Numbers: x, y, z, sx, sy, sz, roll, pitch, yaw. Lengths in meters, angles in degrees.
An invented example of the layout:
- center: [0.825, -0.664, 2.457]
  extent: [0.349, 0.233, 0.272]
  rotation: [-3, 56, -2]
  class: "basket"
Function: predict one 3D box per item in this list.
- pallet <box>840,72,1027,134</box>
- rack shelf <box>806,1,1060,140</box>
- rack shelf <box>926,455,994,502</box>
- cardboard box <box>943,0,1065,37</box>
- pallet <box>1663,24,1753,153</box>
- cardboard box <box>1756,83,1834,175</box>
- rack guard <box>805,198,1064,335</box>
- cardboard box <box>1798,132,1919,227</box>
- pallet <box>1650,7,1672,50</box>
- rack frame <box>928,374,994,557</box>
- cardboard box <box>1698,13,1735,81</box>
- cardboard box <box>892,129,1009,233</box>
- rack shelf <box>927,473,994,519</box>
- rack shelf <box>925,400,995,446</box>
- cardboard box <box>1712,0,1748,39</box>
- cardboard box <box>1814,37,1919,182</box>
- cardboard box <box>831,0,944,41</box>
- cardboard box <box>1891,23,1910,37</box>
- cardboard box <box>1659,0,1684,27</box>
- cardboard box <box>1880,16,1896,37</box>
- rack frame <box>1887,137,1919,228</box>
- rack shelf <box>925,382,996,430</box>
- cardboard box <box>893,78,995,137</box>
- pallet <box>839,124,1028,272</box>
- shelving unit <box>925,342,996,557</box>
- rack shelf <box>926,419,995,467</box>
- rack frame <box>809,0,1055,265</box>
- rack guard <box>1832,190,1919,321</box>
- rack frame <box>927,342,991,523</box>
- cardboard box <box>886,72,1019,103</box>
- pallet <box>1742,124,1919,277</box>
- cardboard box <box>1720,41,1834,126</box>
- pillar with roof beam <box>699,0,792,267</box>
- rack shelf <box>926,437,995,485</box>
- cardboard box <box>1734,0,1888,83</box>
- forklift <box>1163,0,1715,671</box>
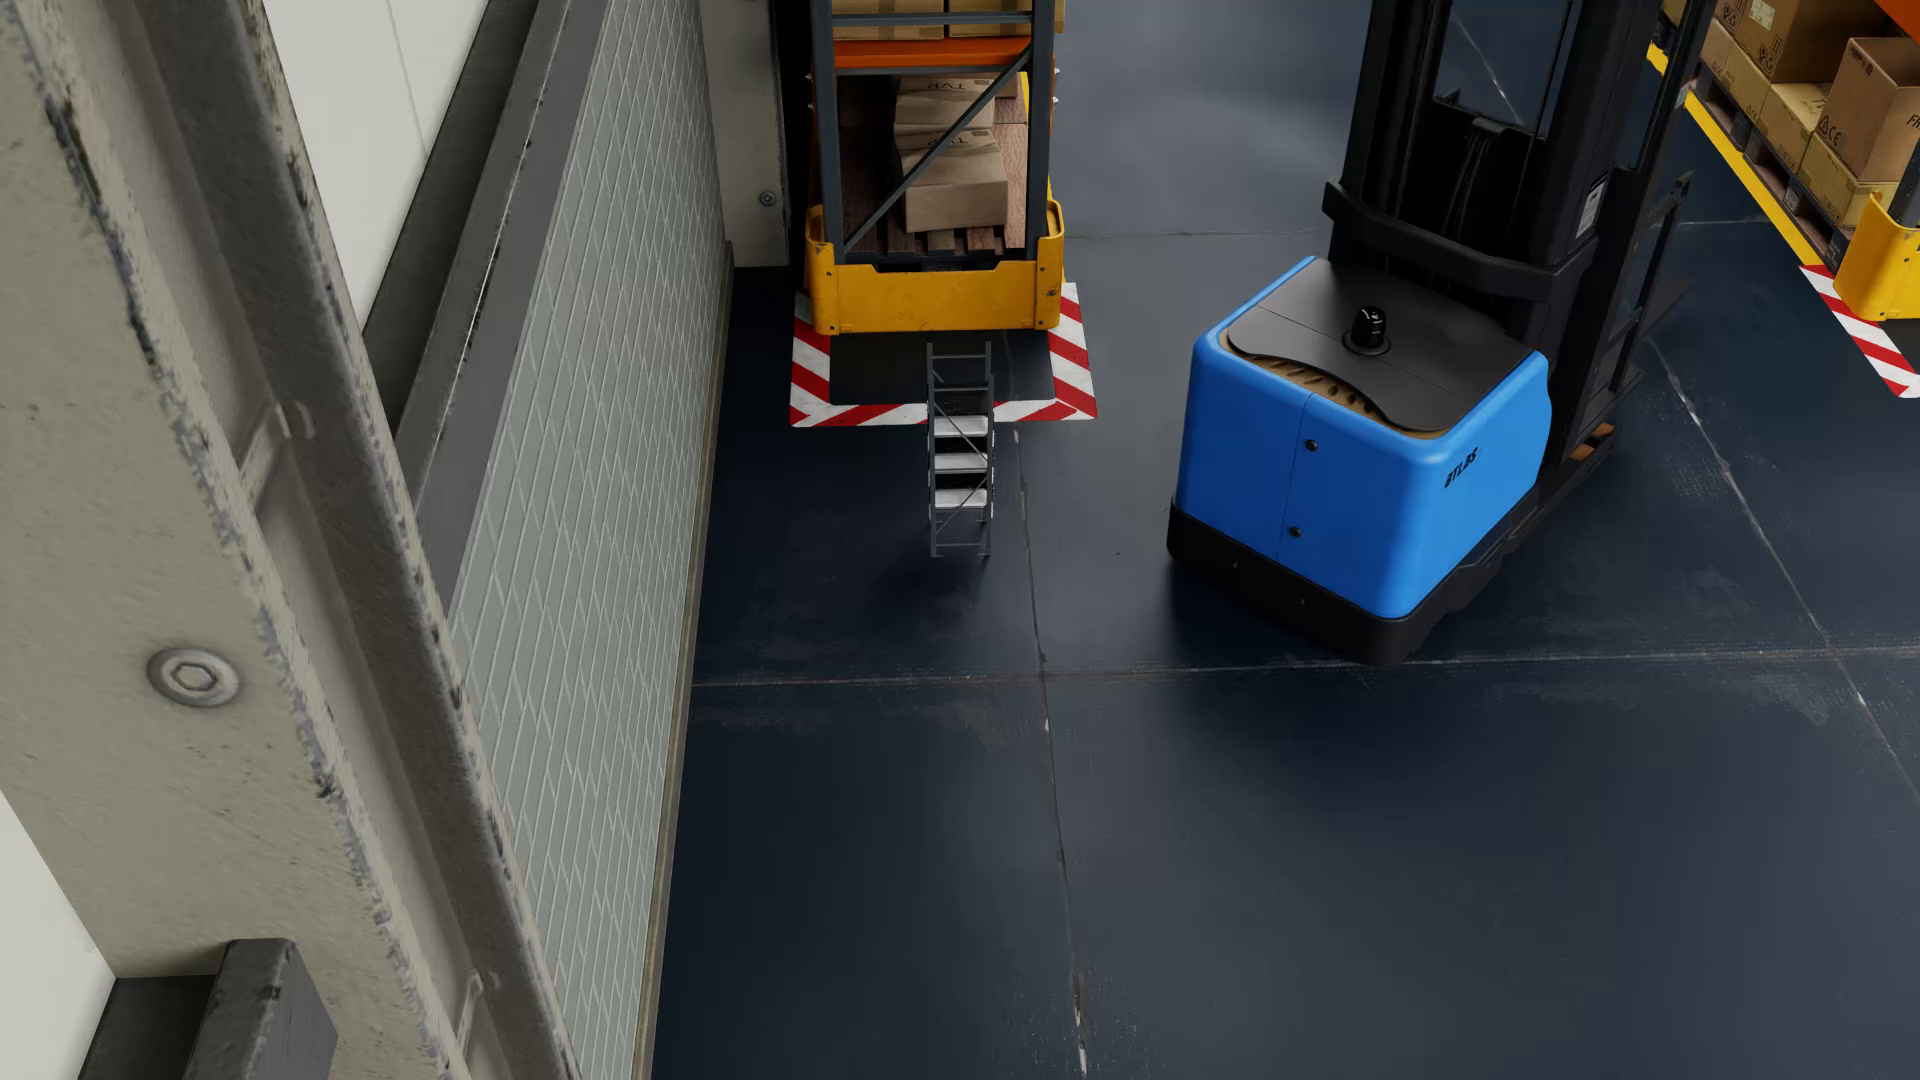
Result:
- center: [-0.165, -2.542, 9.366]
  extent: [1.003, 0.211, 1.213]
  rotation: [-2, 43, -2]
  class: "pallet"
- center: [-0.198, -3.232, 8.589]
  extent: [1.077, 0.370, 4.000]
  rotation: [-2, 43, -2]
  class: "rack shelf"
- center: [0.000, -0.246, 6.535]
  extent: [0.258, 0.077, 0.200]
  rotation: [-2, 43, -2]
  class: "rack shelf"
- center: [0.183, -2.438, 7.286]
  extent: [0.500, 0.250, 0.500]
  rotation: [-3, 43, -3]
  class: "cardboard box"
- center: [4.713, -2.601, 9.431]
  extent: [1.003, 0.211, 1.213]
  rotation: [-2, 43, -2]
  class: "pallet"
- center: [4.484, -2.124, 8.571]
  extent: [0.500, 0.250, 0.500]
  rotation: [-2, 43, -2]
  class: "cardboard box"
- center: [-0.117, -1.277, 7.773]
  extent: [1.175, 0.500, 0.348]
  rotation: [-2, 43, -2]
  class: "rack guard"
- center: [4.518, -1.786, 8.203]
  extent: [0.500, 0.250, 0.500]
  rotation: [-2, 43, -2]
  class: "cardboard box"
- center: [4.658, -3.426, 10.332]
  extent: [1.003, 0.211, 1.213]
  rotation: [-2, 43, -2]
  class: "pallet"
- center: [0.004, -0.269, 6.377]
  extent: [0.240, 0.900, 0.006]
  rotation: [-2, 43, -2]
  class: "rack frame"
- center: [4.442, -2.799, 9.308]
  extent: [0.500, 0.250, 0.500]
  rotation: [-2, 43, -2]
  class: "cardboard box"
- center: [-0.053, -1.788, 8.145]
  extent: [0.500, 0.311, 0.500]
  rotation: [-6, 43, -7]
  class: "cardboard box"
- center: [0.000, -0.180, 6.596]
  extent: [0.258, 0.077, 0.200]
  rotation: [-2, 43, -2]
  class: "rack shelf"
- center: [0.000, -0.445, 6.353]
  extent: [0.258, 0.077, 0.200]
  rotation: [-2, 43, -2]
  class: "rack shelf"
- center: [4.438, -3.075, 9.054]
  extent: [0.500, 0.500, 0.500]
  rotation: [-2, 43, -2]
  class: "cardboard box"
- center: [4.516, -2.063, 7.950]
  extent: [0.500, 0.500, 0.500]
  rotation: [-2, 43, -2]
  class: "cardboard box"
- center: [-0.327, -2.409, 7.255]
  extent: [0.500, 0.250, 0.500]
  rotation: [-1, 43, -1]
  class: "cardboard box"
- center: [5.012, -2.415, 8.334]
  extent: [0.500, 0.500, 0.500]
  rotation: [-2, 43, -2]
  class: "cardboard box"
- center: [4.415, -3.136, 9.676]
  extent: [0.500, 0.250, 0.500]
  rotation: [-2, 43, -2]
  class: "cardboard box"
- center: [4.978, -2.752, 8.702]
  extent: [0.500, 0.500, 0.500]
  rotation: [-2, 43, -2]
  class: "cardboard box"
- center: [4.836, -2.292, 7.030]
  extent: [1.000, 3.000, 0.127]
  rotation: [-2, 43, -2]
  class: "rack frame"
- center: [0.000, -0.512, 6.292]
  extent: [0.258, 0.077, 0.200]
  rotation: [-2, 43, -2]
  class: "rack shelf"
- center: [-0.077, -2.173, 8.565]
  extent: [0.500, 0.311, 0.500]
  rotation: [2, 43, 2]
  class: "cardboard box"
- center: [-0.116, -1.720, 8.470]
  extent: [1.003, 0.211, 1.213]
  rotation: [-2, 43, -2]
  class: "pallet"
- center: [0.000, -0.337, 6.452]
  extent: [0.258, 0.900, 0.210]
  rotation: [-2, 43, -2]
  class: "shelving unit"
- center: [0.000, -0.379, 6.414]
  extent: [0.258, 0.077, 0.200]
  rotation: [-2, 43, -2]
  class: "rack shelf"
- center: [-0.113, -2.147, 6.872]
  extent: [1.000, 3.000, 0.127]
  rotation: [-2, 43, -2]
  class: "rack frame"
- center: [4.837, -1.354, 7.857]
  extent: [1.175, 0.500, 0.348]
  rotation: [-2, 43, -2]
  class: "rack guard"
- center: [-0.005, -0.406, 6.527]
  extent: [0.240, 0.900, 0.006]
  rotation: [-2, 43, -2]
  class: "rack frame"
- center: [-0.058, -2.739, 9.043]
  extent: [0.700, 0.500, 0.500]
  rotation: [-4, 43, -4]
  class: "cardboard box"
- center: [4.761, -1.779, 8.534]
  extent: [1.003, 0.211, 1.213]
  rotation: [-2, 43, -2]
  class: "pallet"
- center: [4.461, -2.461, 8.939]
  extent: [0.500, 0.250, 0.500]
  rotation: [-2, 43, -2]
  class: "cardboard box"
- center: [3.294, -4.930, 5.469]
  extent: [9.100, 9.000, 0.400]
  rotation: [-2, 43, -2]
  class: "pillar with roof beam"
- center: [0.000, -0.313, 6.474]
  extent: [0.258, 0.077, 0.200]
  rotation: [-2, 43, -2]
  class: "rack shelf"
- center: [4.458, -2.738, 8.686]
  extent: [0.500, 0.500, 0.500]
  rotation: [-2, 43, -2]
  class: "cardboard box"
- center: [2.157, -1.516, 6.235]
  extent: [1.130, 2.935, 3.031]
  rotation: [31, 51, 29]
  class: "forklift"
